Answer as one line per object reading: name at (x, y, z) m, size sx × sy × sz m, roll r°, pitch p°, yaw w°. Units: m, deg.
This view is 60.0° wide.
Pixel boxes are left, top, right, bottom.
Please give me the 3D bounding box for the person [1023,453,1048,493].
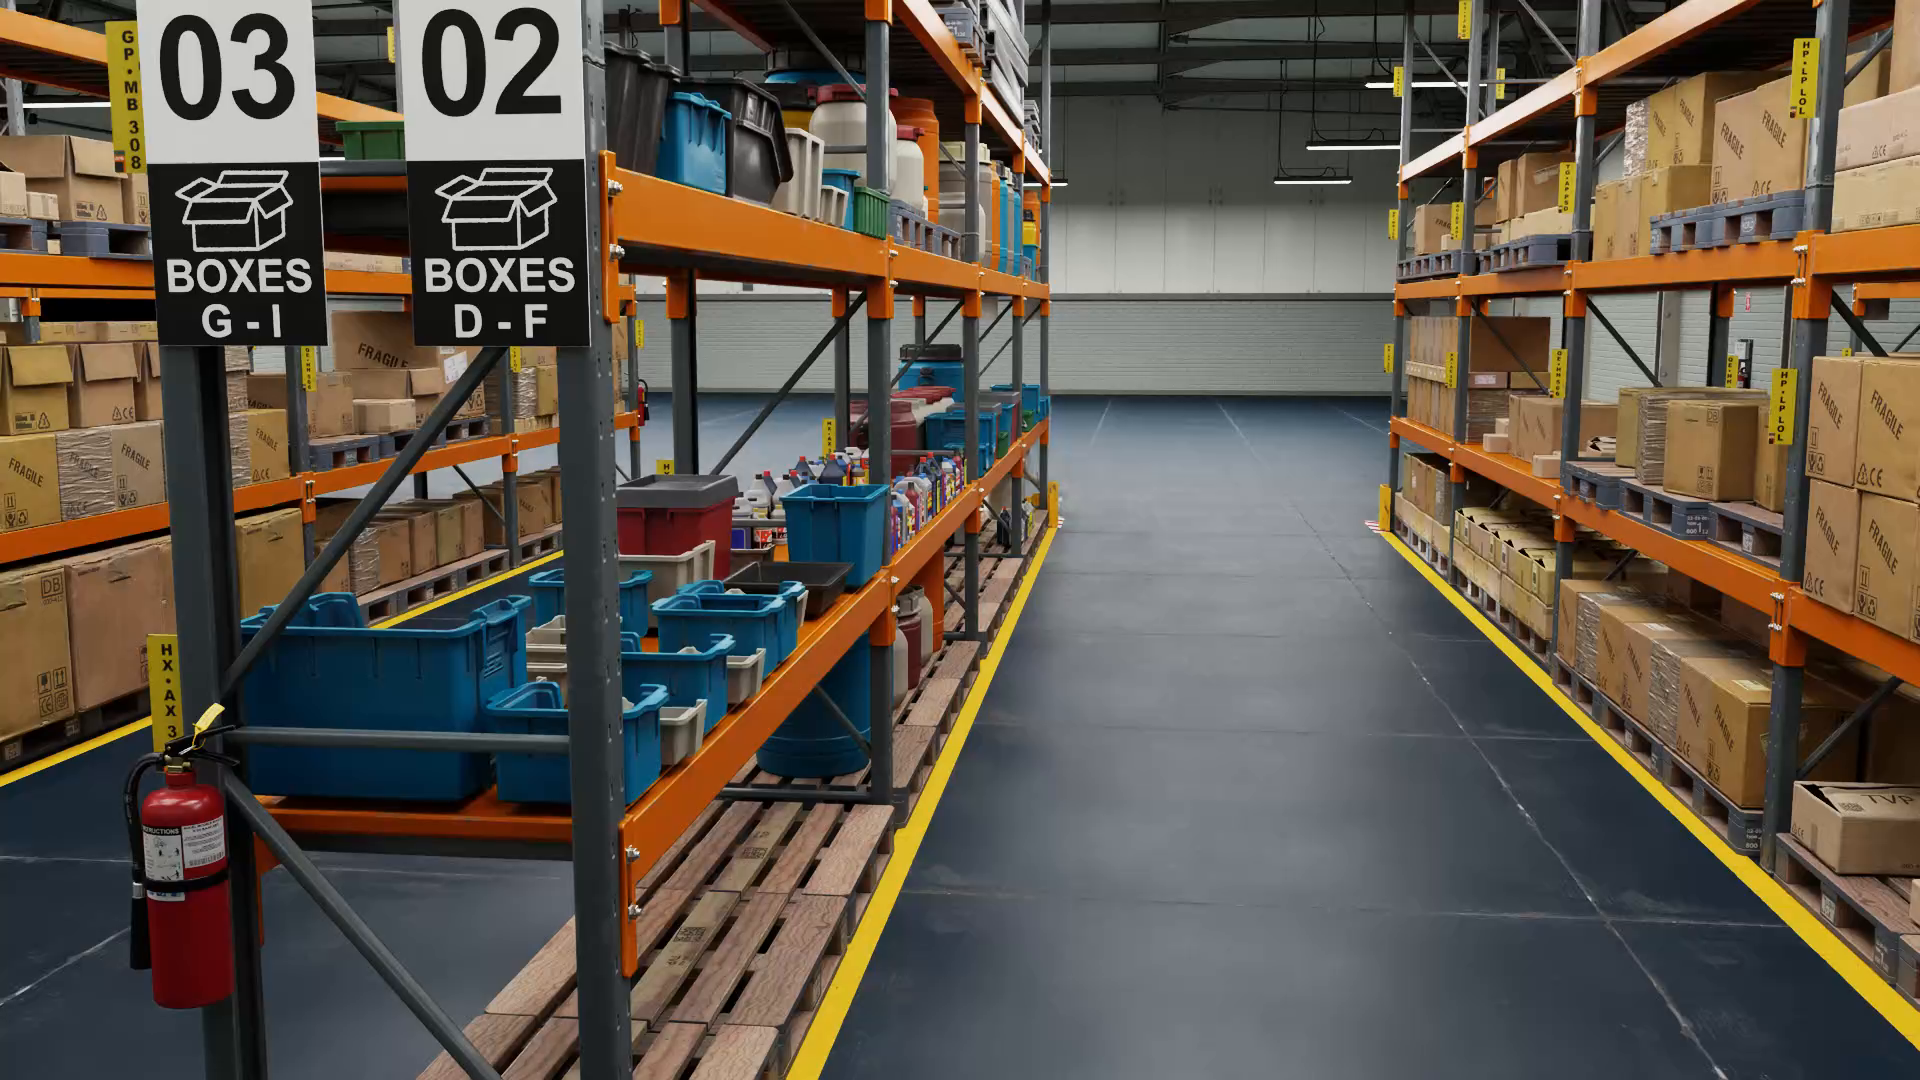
person at (0.753, -1.152, 20.883) m, size 0.882 × 1.554 × 0.479 m, roll 2°, pitch 8°, yaw 13°
